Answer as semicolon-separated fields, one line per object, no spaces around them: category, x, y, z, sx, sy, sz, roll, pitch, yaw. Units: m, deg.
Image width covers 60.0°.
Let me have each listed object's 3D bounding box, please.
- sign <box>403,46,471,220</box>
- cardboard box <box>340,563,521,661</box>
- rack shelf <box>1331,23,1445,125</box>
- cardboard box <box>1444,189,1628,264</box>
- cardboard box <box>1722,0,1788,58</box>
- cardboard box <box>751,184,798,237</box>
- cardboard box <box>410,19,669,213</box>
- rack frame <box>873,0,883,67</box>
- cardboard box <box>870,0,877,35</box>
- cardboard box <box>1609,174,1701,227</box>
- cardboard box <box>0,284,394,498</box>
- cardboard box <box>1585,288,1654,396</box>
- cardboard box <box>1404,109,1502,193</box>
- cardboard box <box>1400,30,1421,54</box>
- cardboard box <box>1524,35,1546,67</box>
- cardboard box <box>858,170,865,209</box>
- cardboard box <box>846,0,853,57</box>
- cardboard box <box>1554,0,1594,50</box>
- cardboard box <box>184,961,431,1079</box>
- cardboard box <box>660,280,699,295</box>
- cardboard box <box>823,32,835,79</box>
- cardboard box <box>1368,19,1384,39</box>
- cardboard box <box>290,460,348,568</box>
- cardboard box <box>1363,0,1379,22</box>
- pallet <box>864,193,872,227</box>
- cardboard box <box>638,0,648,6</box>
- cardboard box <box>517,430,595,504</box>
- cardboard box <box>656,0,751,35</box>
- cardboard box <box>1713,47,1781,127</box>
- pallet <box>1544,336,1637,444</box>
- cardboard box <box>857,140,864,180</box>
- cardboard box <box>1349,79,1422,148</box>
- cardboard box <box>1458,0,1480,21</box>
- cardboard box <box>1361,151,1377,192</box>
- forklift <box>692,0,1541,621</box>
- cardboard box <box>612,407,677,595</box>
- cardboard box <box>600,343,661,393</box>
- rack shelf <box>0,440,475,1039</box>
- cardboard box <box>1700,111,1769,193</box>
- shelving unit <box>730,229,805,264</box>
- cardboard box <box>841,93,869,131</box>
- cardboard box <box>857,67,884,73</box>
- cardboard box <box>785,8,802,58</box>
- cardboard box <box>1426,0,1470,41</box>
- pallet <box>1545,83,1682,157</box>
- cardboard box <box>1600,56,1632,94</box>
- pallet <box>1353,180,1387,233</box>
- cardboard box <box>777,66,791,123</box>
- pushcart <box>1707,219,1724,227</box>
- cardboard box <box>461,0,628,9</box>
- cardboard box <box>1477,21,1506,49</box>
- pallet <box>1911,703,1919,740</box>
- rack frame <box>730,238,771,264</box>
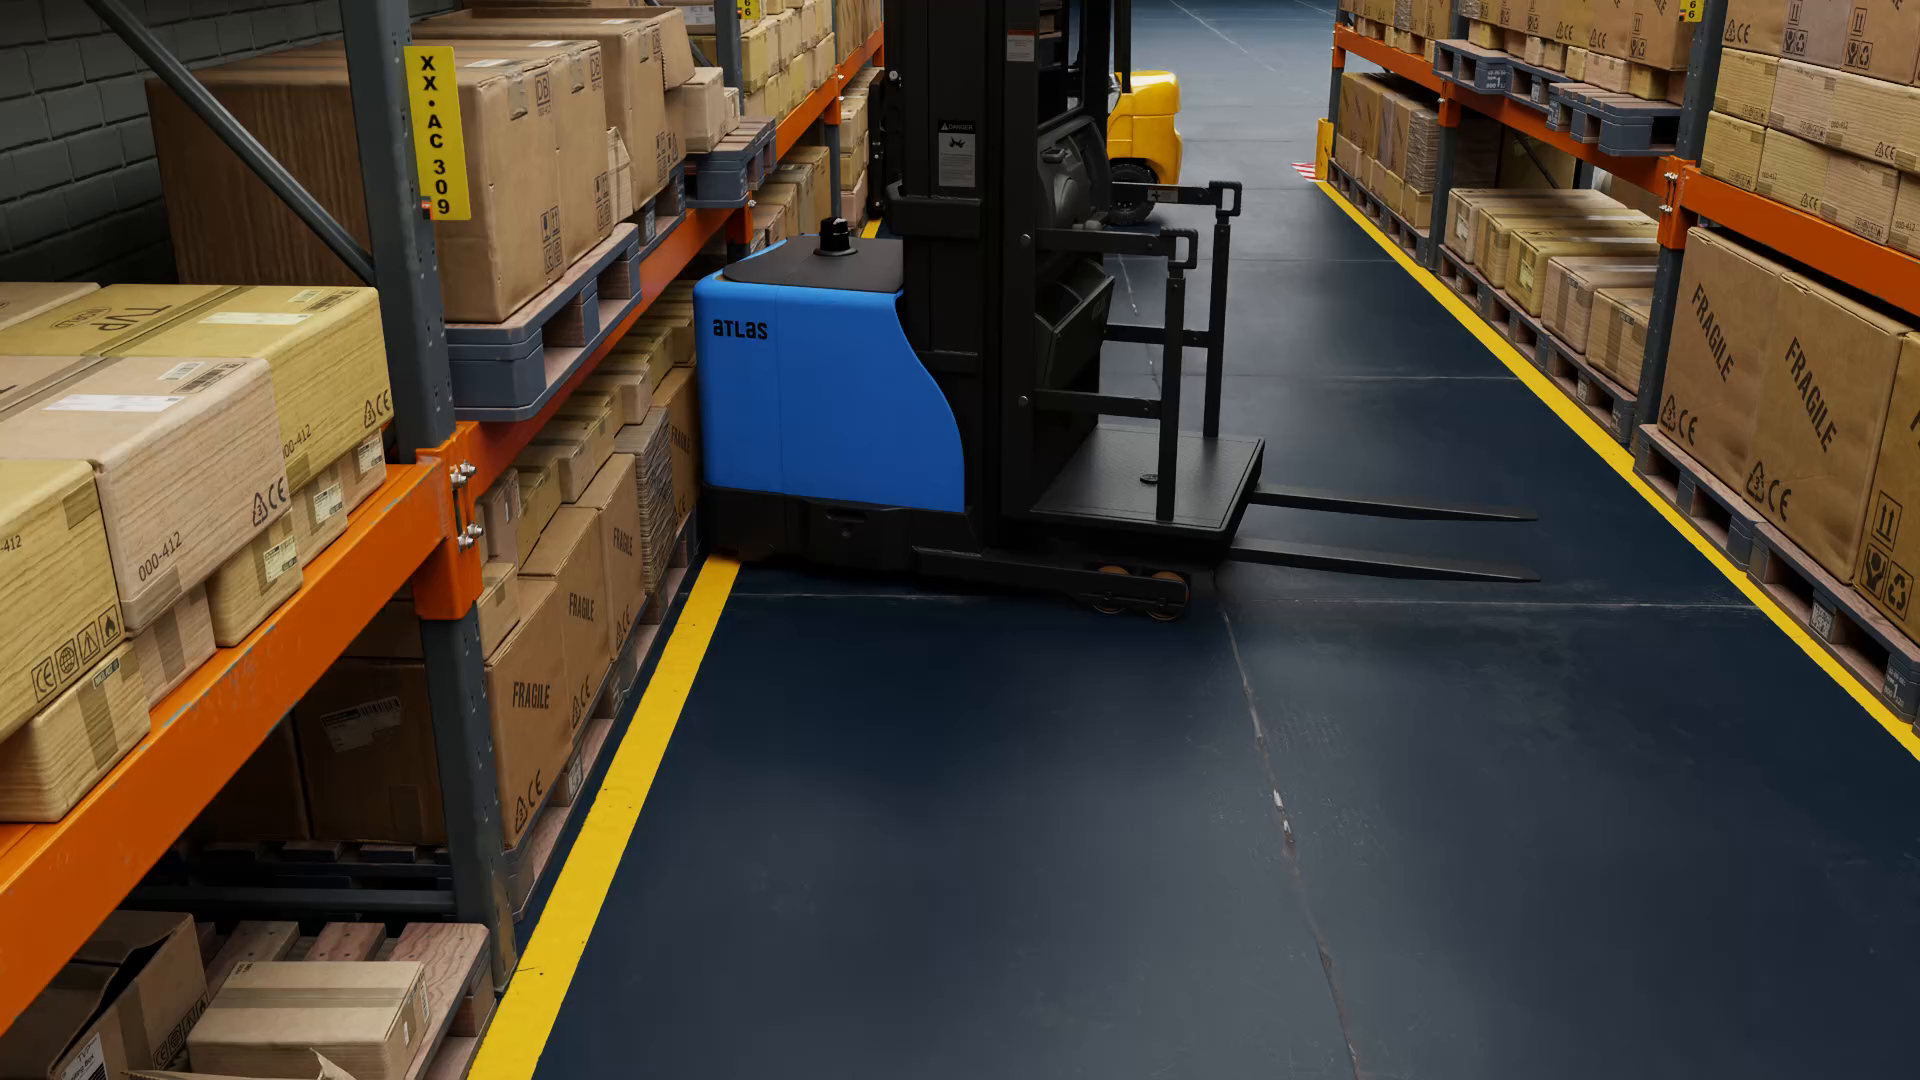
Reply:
sign;-1.005;-0.777;3.189;0.100;0.325;0.005;1;21;2
cardboard box;-1.270;0.163;3.939;0.380;0.149;0.250;2;21;4
rack shelf;3.718;-3.604;12.665;1.077;0.370;4.000;1;21;2
cardboard box;3.644;-1.997;10.582;0.950;0.372;0.625;1;21;2
cardboard box;3.276;-2.107;6.292;0.500;0.500;0.500;0;21;0
cardboard box;-1.361;-1.617;9.252;0.875;0.625;0.625;0;21;-1
cardboard box;-1.269;-1.263;4.918;0.700;0.500;0.500;1;21;1
rack frame;-1.182;-4.716;14.536;1.000;3.000;0.127;1;21;2
cardboard box;-0.960;-4.394;13.569;0.500;0.500;0.500;1;21;3
cardboard box;5.050;-2.425;12.083;0.500;0.500;0.500;18;27;38
cardboard box;-1.319;-0.259;2.846;0.500;0.250;0.500;1;21;3
cardboard box;3.563;-0.945;7.869;0.950;0.372;0.625;-1;21;-2
cardboard box;3.407;-2.697;11.516;0.500;0.500;0.500;0;21;1
cardboard box;3.390;-3.586;11.972;0.380;0.149;0.250;0;21;1
cardboard box;3.257;-2.628;8.921;0.380;0.149;0.250;1;21;4
cardboard box;-0.958;-2.538;12.145;0.500;0.250;0.500;0;21;0
cardboard box;-1.030;-3.662;11.682;0.500;0.500;0.500;1;21;3
cardboard box;3.291;-2.688;8.180;0.500;0.500;0.500;-1;21;-2
cardboard box;-1.271;0.961;3.266;0.380;0.149;0.250;0;21;0
cardboard box;-1.188;-0.975;6.873;0.380;0.149;0.250;0;21;-1
cardboard box;-1.058;-3.014;10.359;0.500;0.250;0.500;1;21;3
cardboard box;3.451;-4.053;13.176;0.380;0.149;0.250;1;21;3
cardboard box;-1.291;-0.047;2.852;0.380;0.149;0.250;1;21;3
cardboard box;3.461;-4.308;12.936;0.500;0.500;0.500;0;21;1
pallet;-1.204;-2.699;13.193;1.003;0.211;1.213;1;21;2
cardboard box;-1.653;-2.481;7.741;0.380;0.149;0.250;1;21;2
cardboard box;-1.303;-0.220;4.927;0.380;0.149;0.250;1;21;1
cardboard box;-1.122;-2.284;7.234;0.380;0.149;0.250;1;21;3
cardboard box;3.274;-1.753;6.415;0.500;0.250;0.500;0;21;1
pallet;3.561;-0.752;8.176;1.003;0.211;1.213;1;21;2
cardboard box;-0.967;-2.770;12.051;0.500;0.250;0.500;1;21;1
cardboard box;3.466;-3.440;13.431;0.500;0.500;0.500;0;21;0
cardboard box;3.357;-3.431;10.095;0.500;0.500;0.500;1;21;3
cardboard box;3.451;-2.906;13.092;0.500;0.250;0.500;2;21;5
forklift;0.595;-1.300;5.828;3.031;2.935;1.130;6;22;16
cardboard box;-1.260;-0.140;5.619;0.500;0.500;0.500;0;21;0
cardboard box;-1.277;-0.596;5.896;0.380;0.149;0.250;0;21;1
rack shelf;-1.608;0.682;1.620;1.077;0.370;4.000;1;21;2
cardboard box;3.269;-1.526;6.522;0.500;0.250;0.500;0;21;1
shelving unit;-0.794;-0.766;7.053;0.215;1.050;0.252;12;24;28
cardboard box;-0.946;-3.186;12.431;0.500;0.250;0.500;1;21;3
cardboard box;-0.885;-3.926;14.339;0.500;0.250;0.500;1;21;3
cardboard box;-1.127;-2.699;8.855;0.500;0.250;0.500;1;21;2
cardboard box;3.422;-3.565;11.021;0.500;0.500;0.500;0;21;0
pallet;3.451;-1.939;7.646;1.213;0.211;1.003;1;21;2
cardboard box;3.209;-2.159;7.713;0.380;0.149;0.250;0;21;1
pallet;3.677;-2.602;12.942;1.003;0.211;1.213;1;21;2
cardboard box;-1.139;-2.279;8.464;0.500;0.250;0.500;0;21;0
pushcart;5.938;-1.987;11.128;1.648;0.377;0.936;-7;22;-17
cardboard box;-1.598;-1.881;6.512;0.500;0.500;0.500;2;21;4
cardboard box;3.308;-3.008;9.902;0.380;0.149;0.250;1;21;3
pallet;3.362;0.696;4.442;1.003;0.211;1.213;1;21;2
rack frame;-0.854;-0.728;6.954;0.200;1.050;0.008;12;24;28
